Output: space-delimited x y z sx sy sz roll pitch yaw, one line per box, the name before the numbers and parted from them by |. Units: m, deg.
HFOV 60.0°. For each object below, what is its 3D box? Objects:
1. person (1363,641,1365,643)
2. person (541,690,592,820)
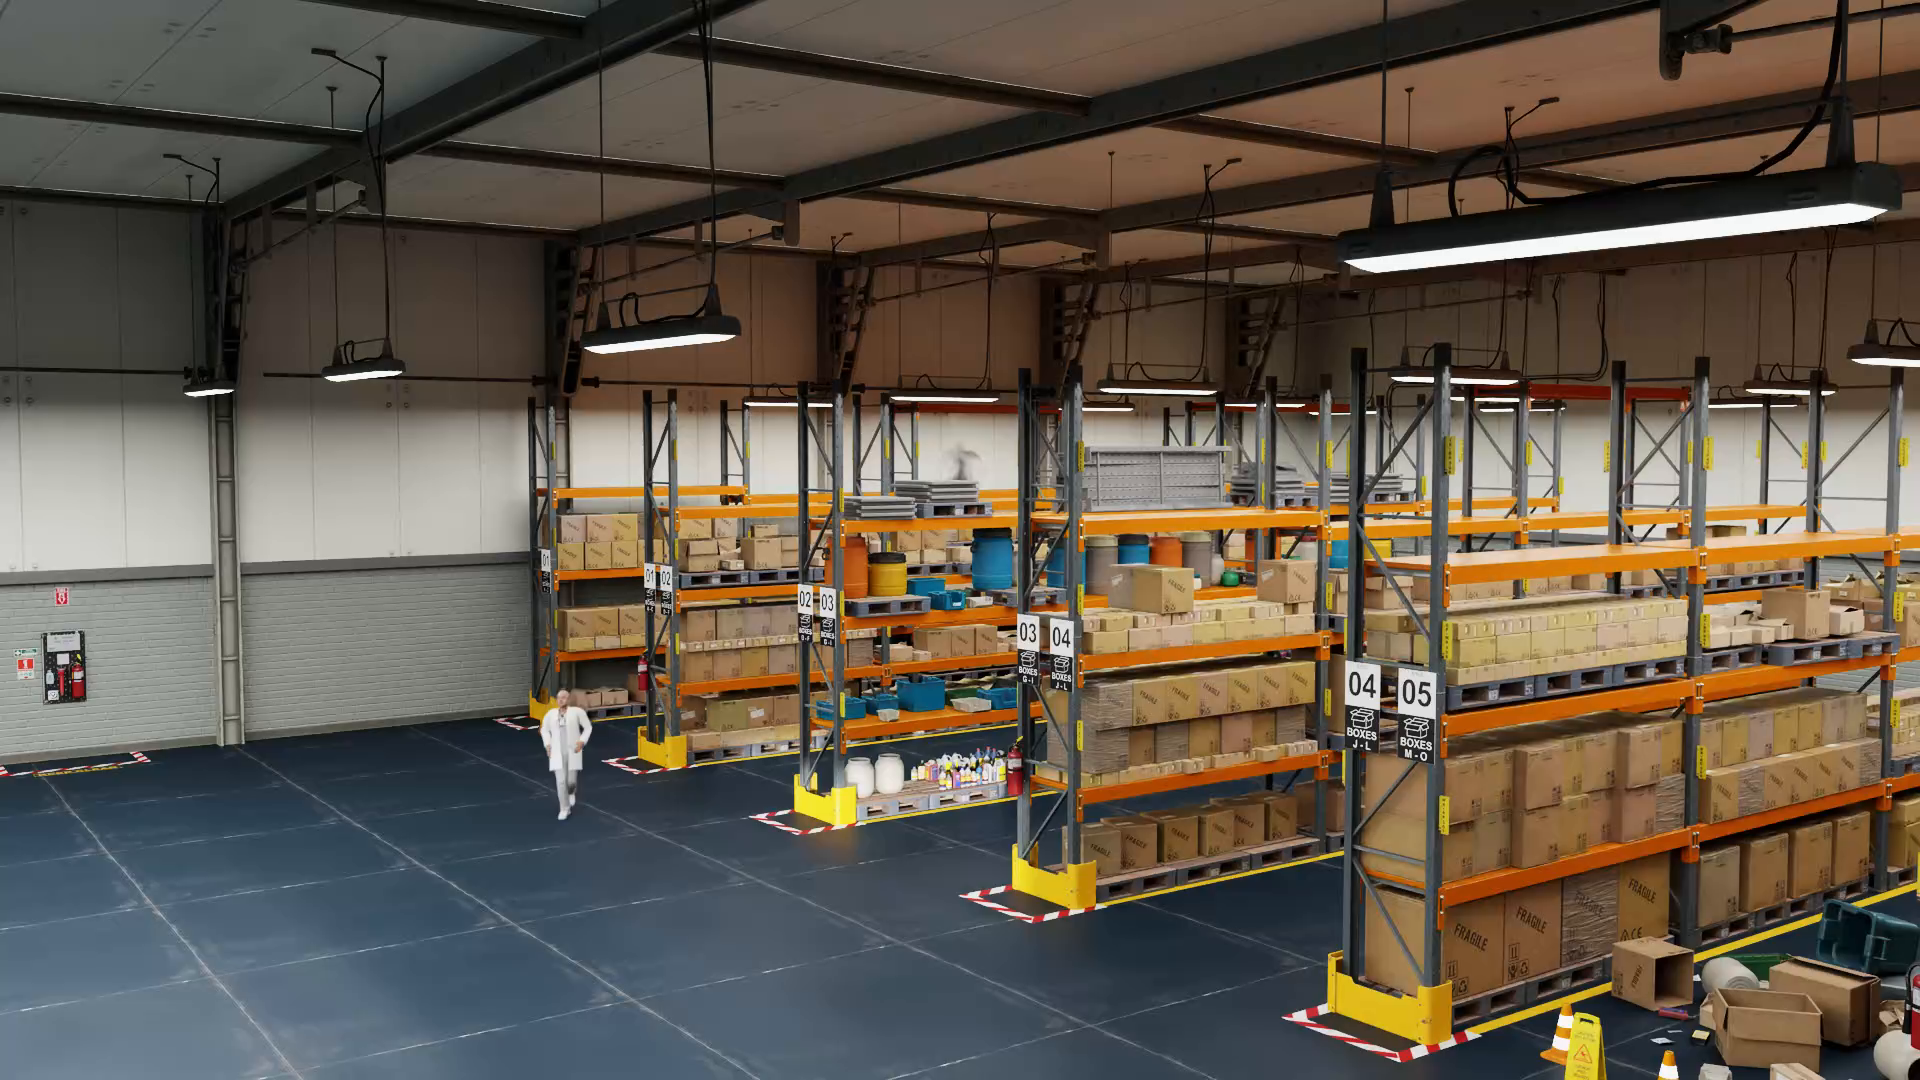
person | 8.436 2.311 34.040 0.659 1.800 0.768 3 4 38
person | -5.448 2.943 22.987 0.707 1.754 0.657 0 3 -4
